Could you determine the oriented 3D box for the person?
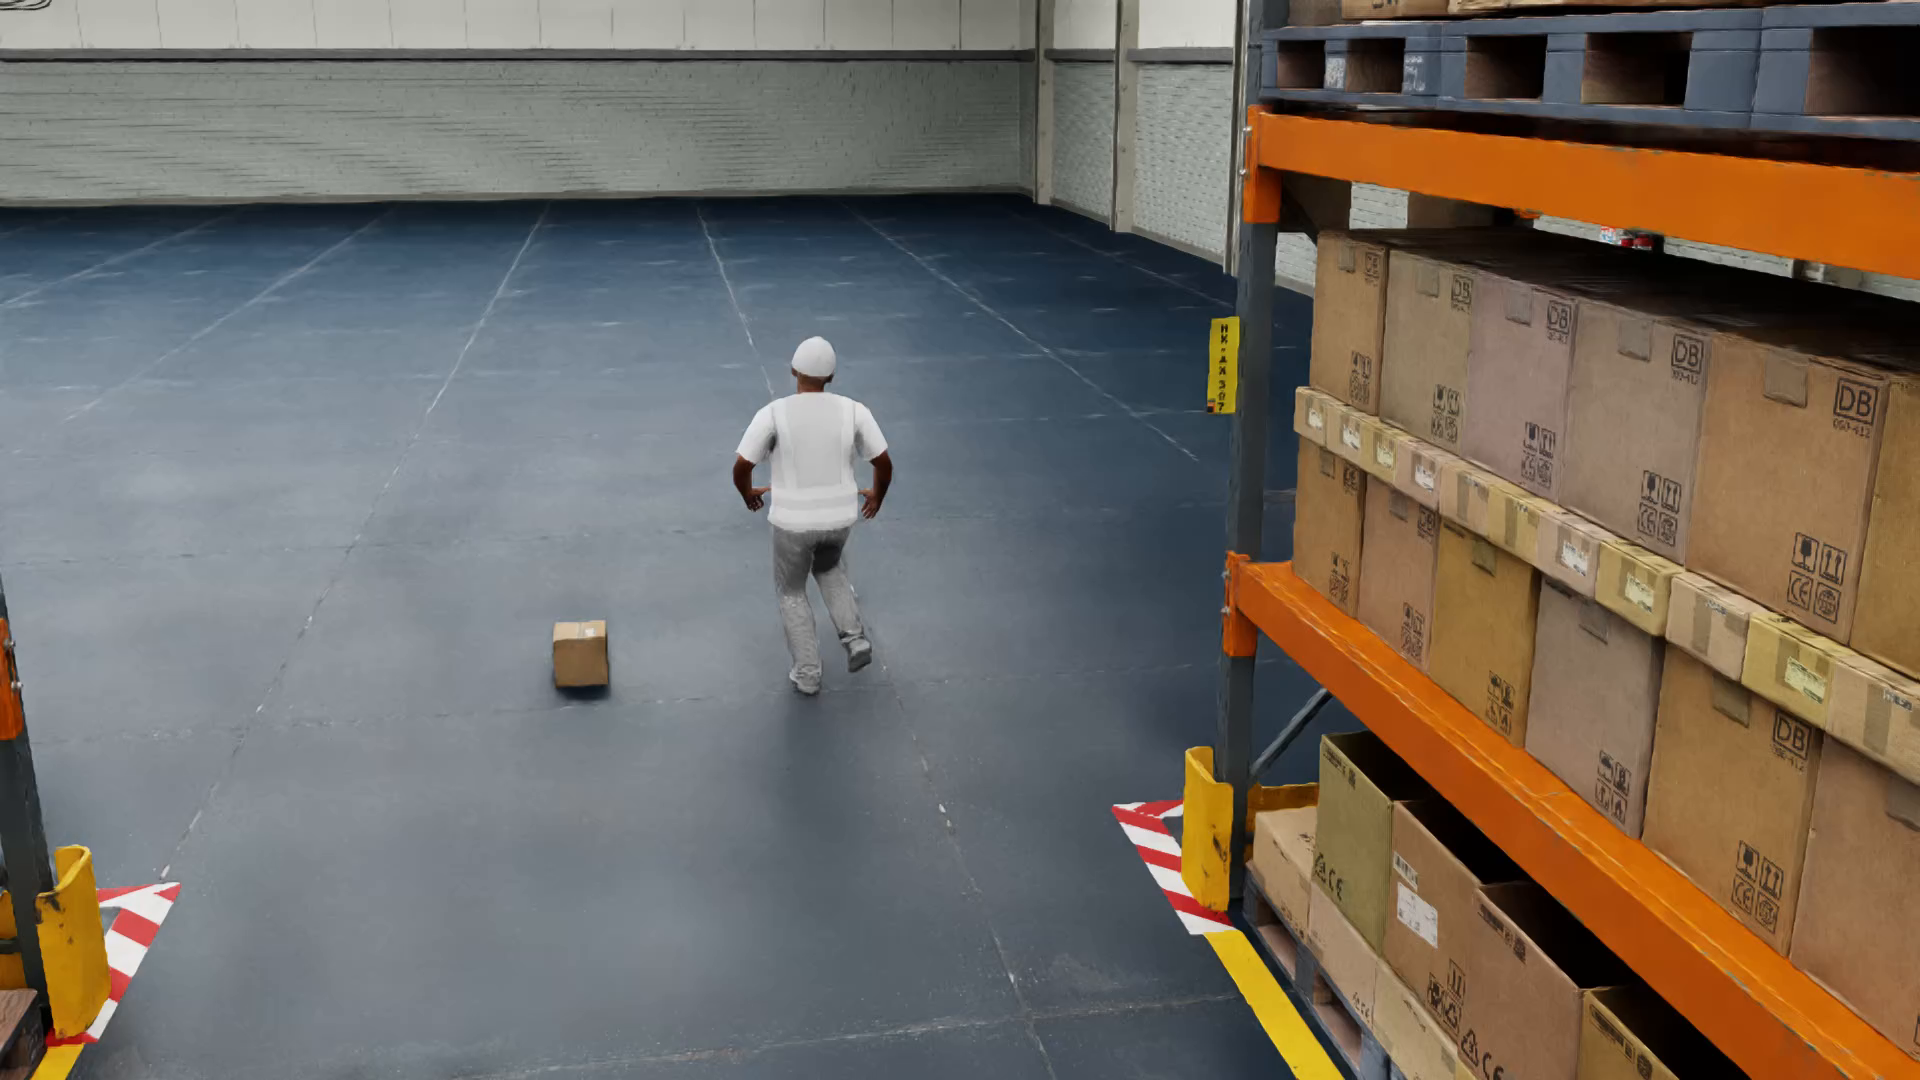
[{"bbox_3d":[-0.733,-0.118,7.956,0.739,1.731,0.531,-7,18,-24],"label":"person"}]
